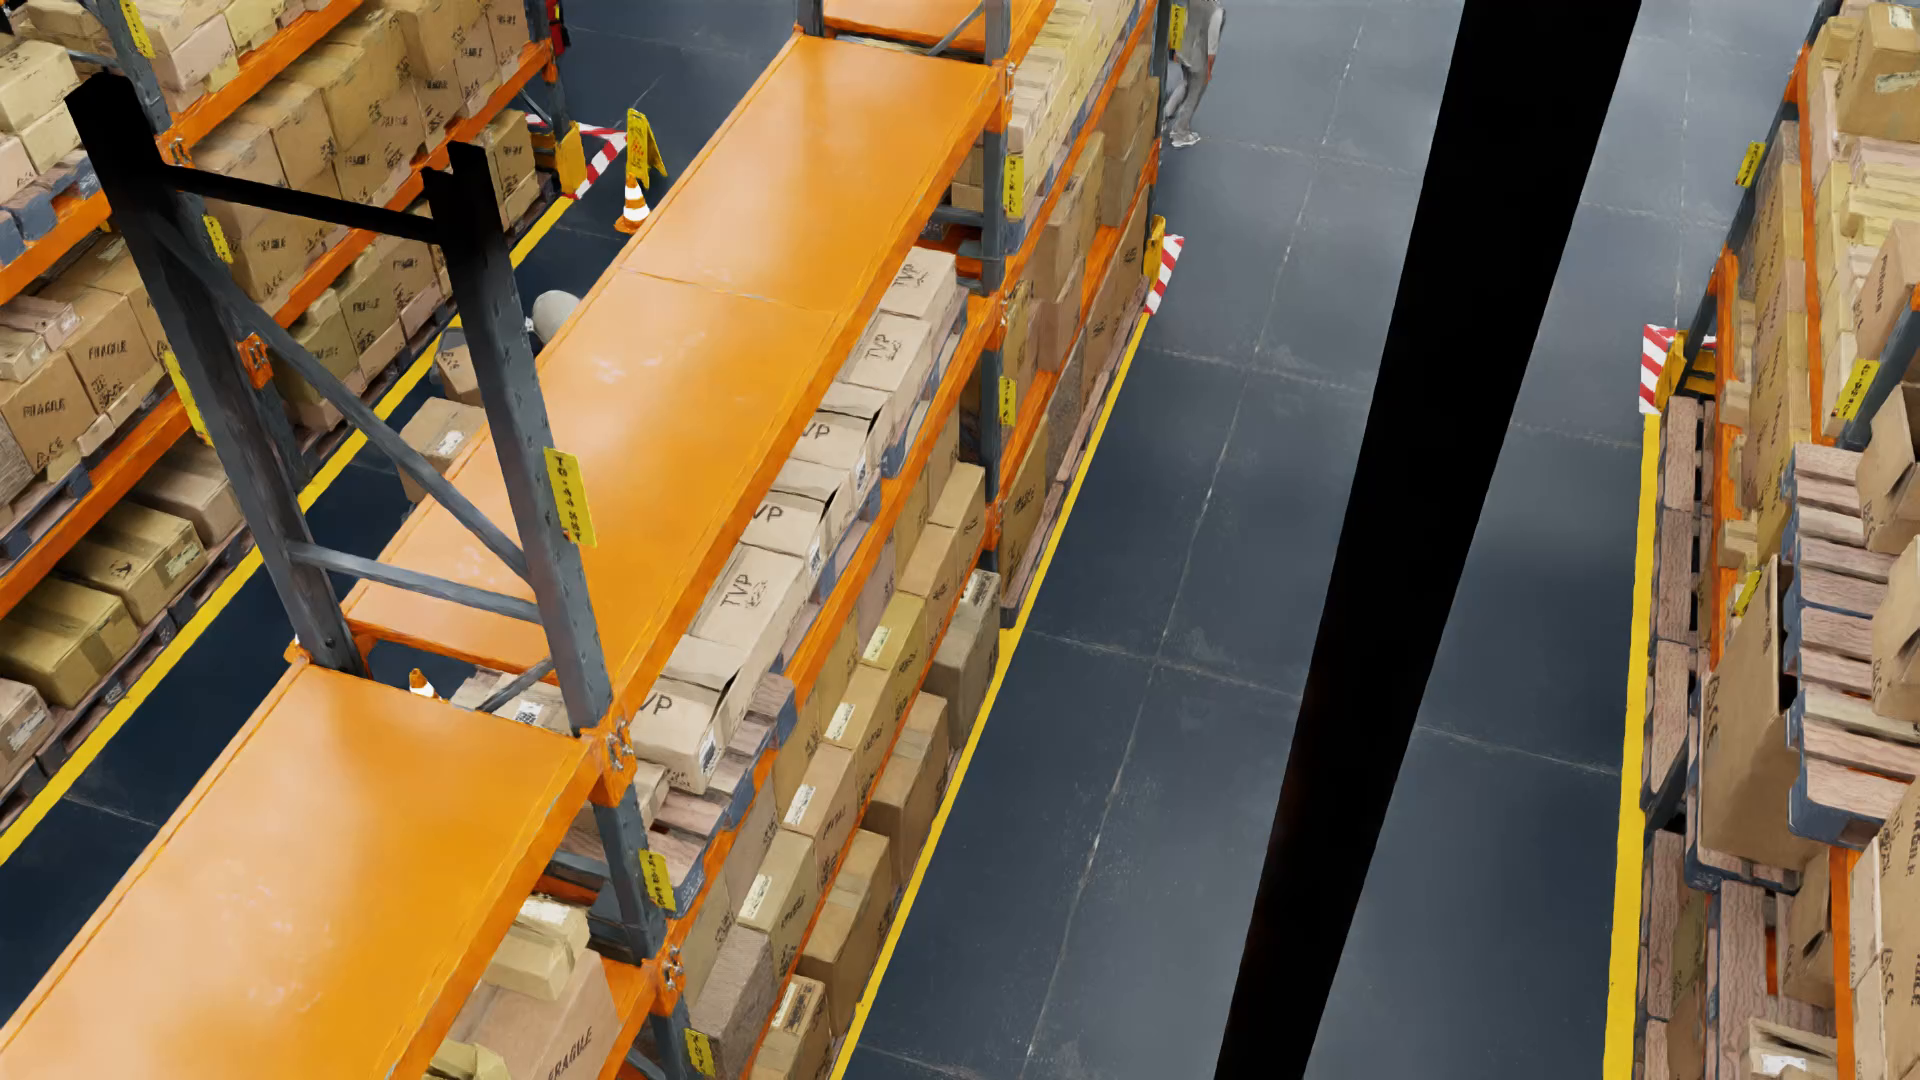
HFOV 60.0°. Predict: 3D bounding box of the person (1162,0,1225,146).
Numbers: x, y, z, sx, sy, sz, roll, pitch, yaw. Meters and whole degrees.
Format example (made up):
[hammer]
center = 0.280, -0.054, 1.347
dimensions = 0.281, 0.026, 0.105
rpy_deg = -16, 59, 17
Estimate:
[person]
center = 1.935, -4.021, 13.954
dimensions = 0.476, 1.589, 0.471
rpy_deg = -24, 50, -22
